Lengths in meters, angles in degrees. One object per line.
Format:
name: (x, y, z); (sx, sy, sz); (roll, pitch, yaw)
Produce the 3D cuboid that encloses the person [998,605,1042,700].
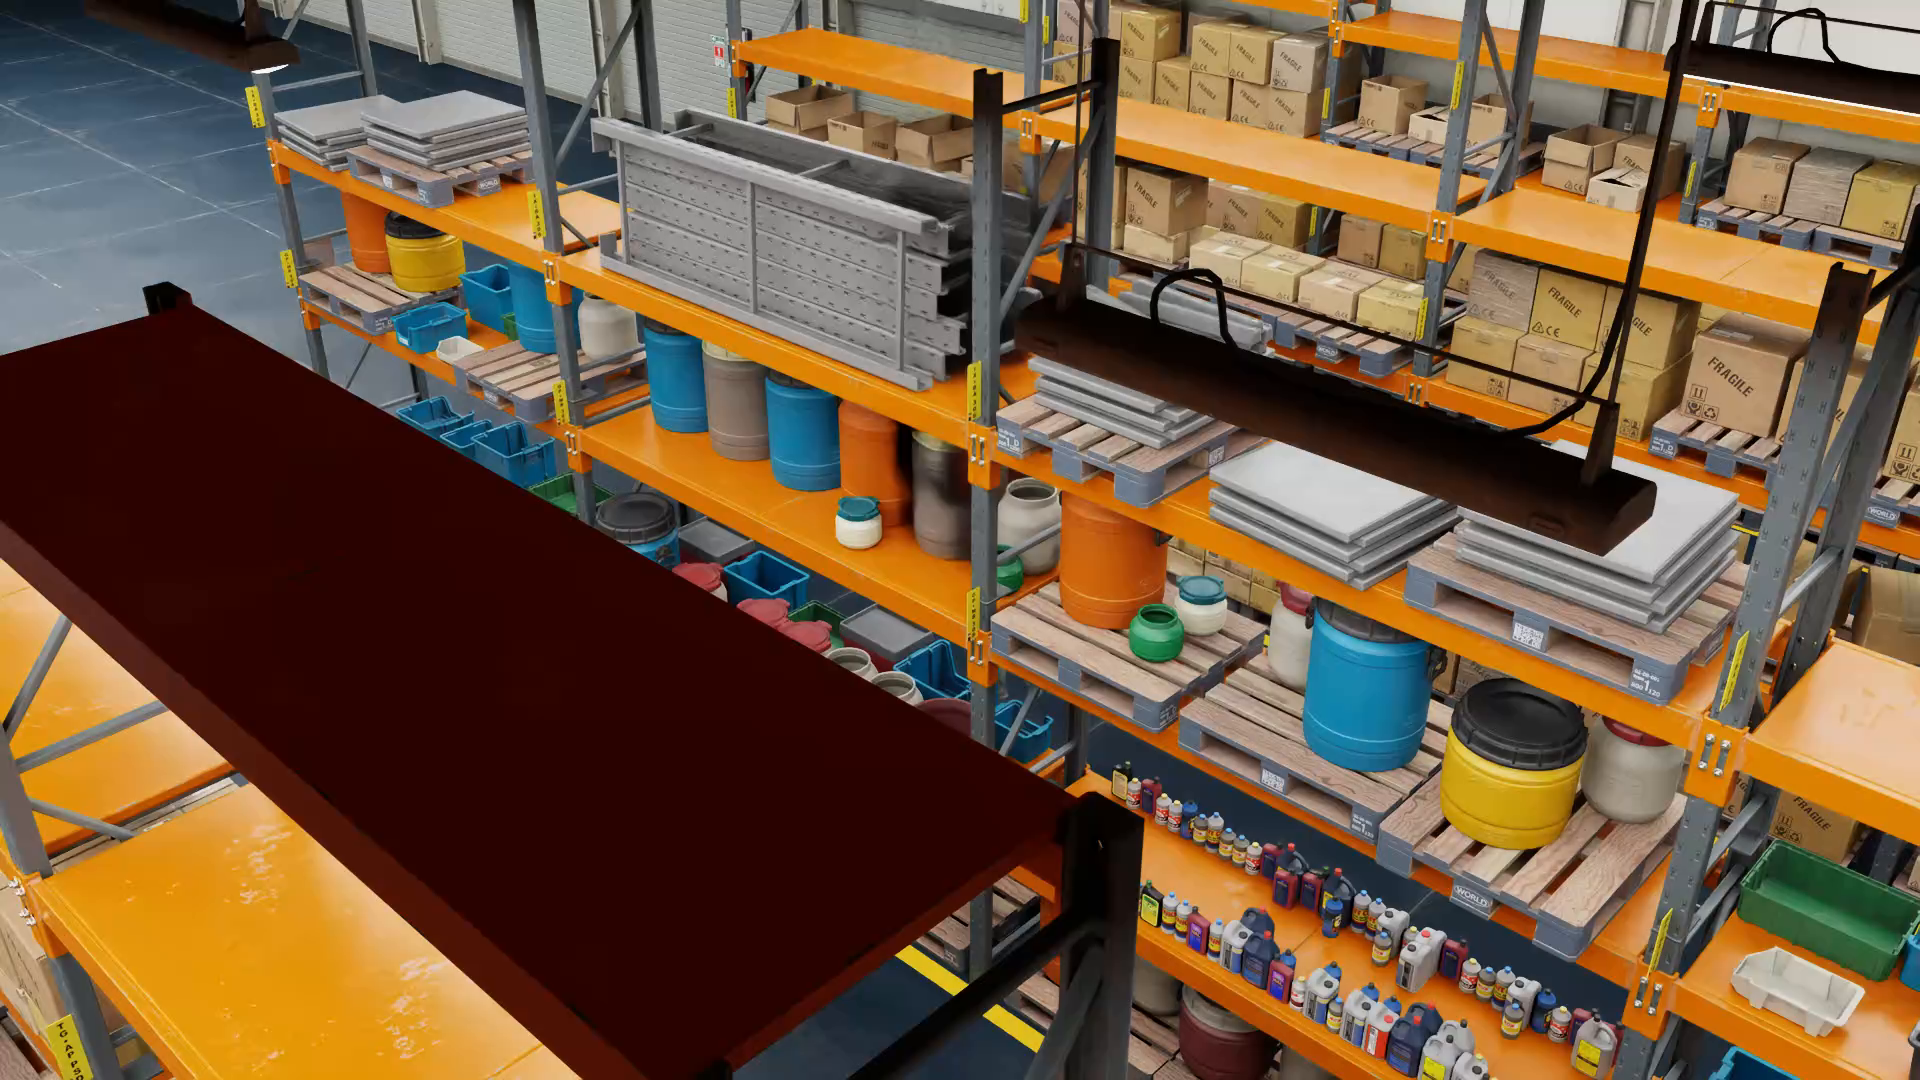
person: (0.377, 0.561, 12.949); (0.618, 1.676, 0.619); (20, 35, 31)
